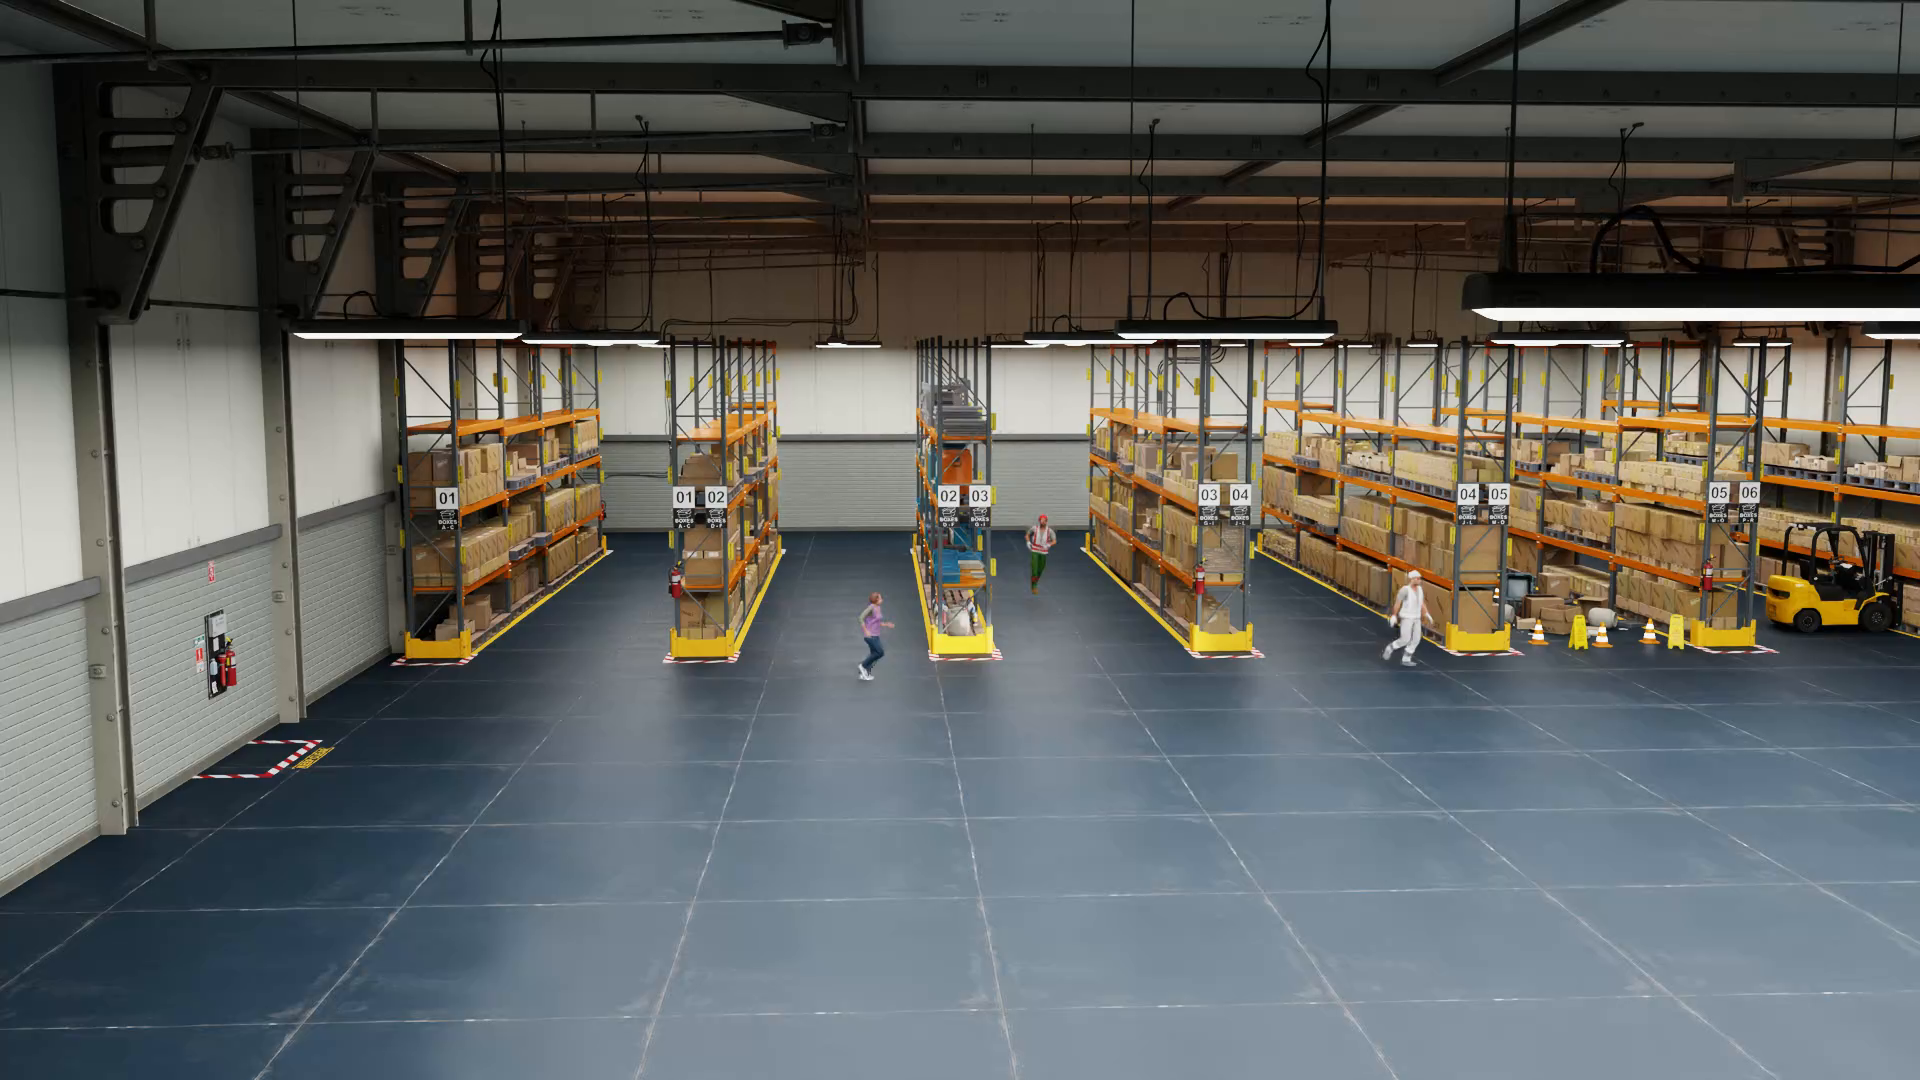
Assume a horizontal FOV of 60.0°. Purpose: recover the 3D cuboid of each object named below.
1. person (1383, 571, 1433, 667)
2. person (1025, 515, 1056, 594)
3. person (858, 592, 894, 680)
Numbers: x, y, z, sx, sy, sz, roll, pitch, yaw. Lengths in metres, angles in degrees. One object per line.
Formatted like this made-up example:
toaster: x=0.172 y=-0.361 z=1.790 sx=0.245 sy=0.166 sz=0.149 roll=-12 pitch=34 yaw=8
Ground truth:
person: x=8.134 y=1.416 z=30.249 sx=0.713 sy=1.754 sz=0.694 roll=-4 pitch=8 yaw=-34
person: x=1.829 y=0.303 z=37.648 sx=0.700 sy=1.778 sz=0.786 roll=0 pitch=6 yaw=-3
person: x=-1.485 y=1.675 z=28.885 sx=0.627 sy=1.546 sz=0.547 roll=2 pitch=7 yaw=18
